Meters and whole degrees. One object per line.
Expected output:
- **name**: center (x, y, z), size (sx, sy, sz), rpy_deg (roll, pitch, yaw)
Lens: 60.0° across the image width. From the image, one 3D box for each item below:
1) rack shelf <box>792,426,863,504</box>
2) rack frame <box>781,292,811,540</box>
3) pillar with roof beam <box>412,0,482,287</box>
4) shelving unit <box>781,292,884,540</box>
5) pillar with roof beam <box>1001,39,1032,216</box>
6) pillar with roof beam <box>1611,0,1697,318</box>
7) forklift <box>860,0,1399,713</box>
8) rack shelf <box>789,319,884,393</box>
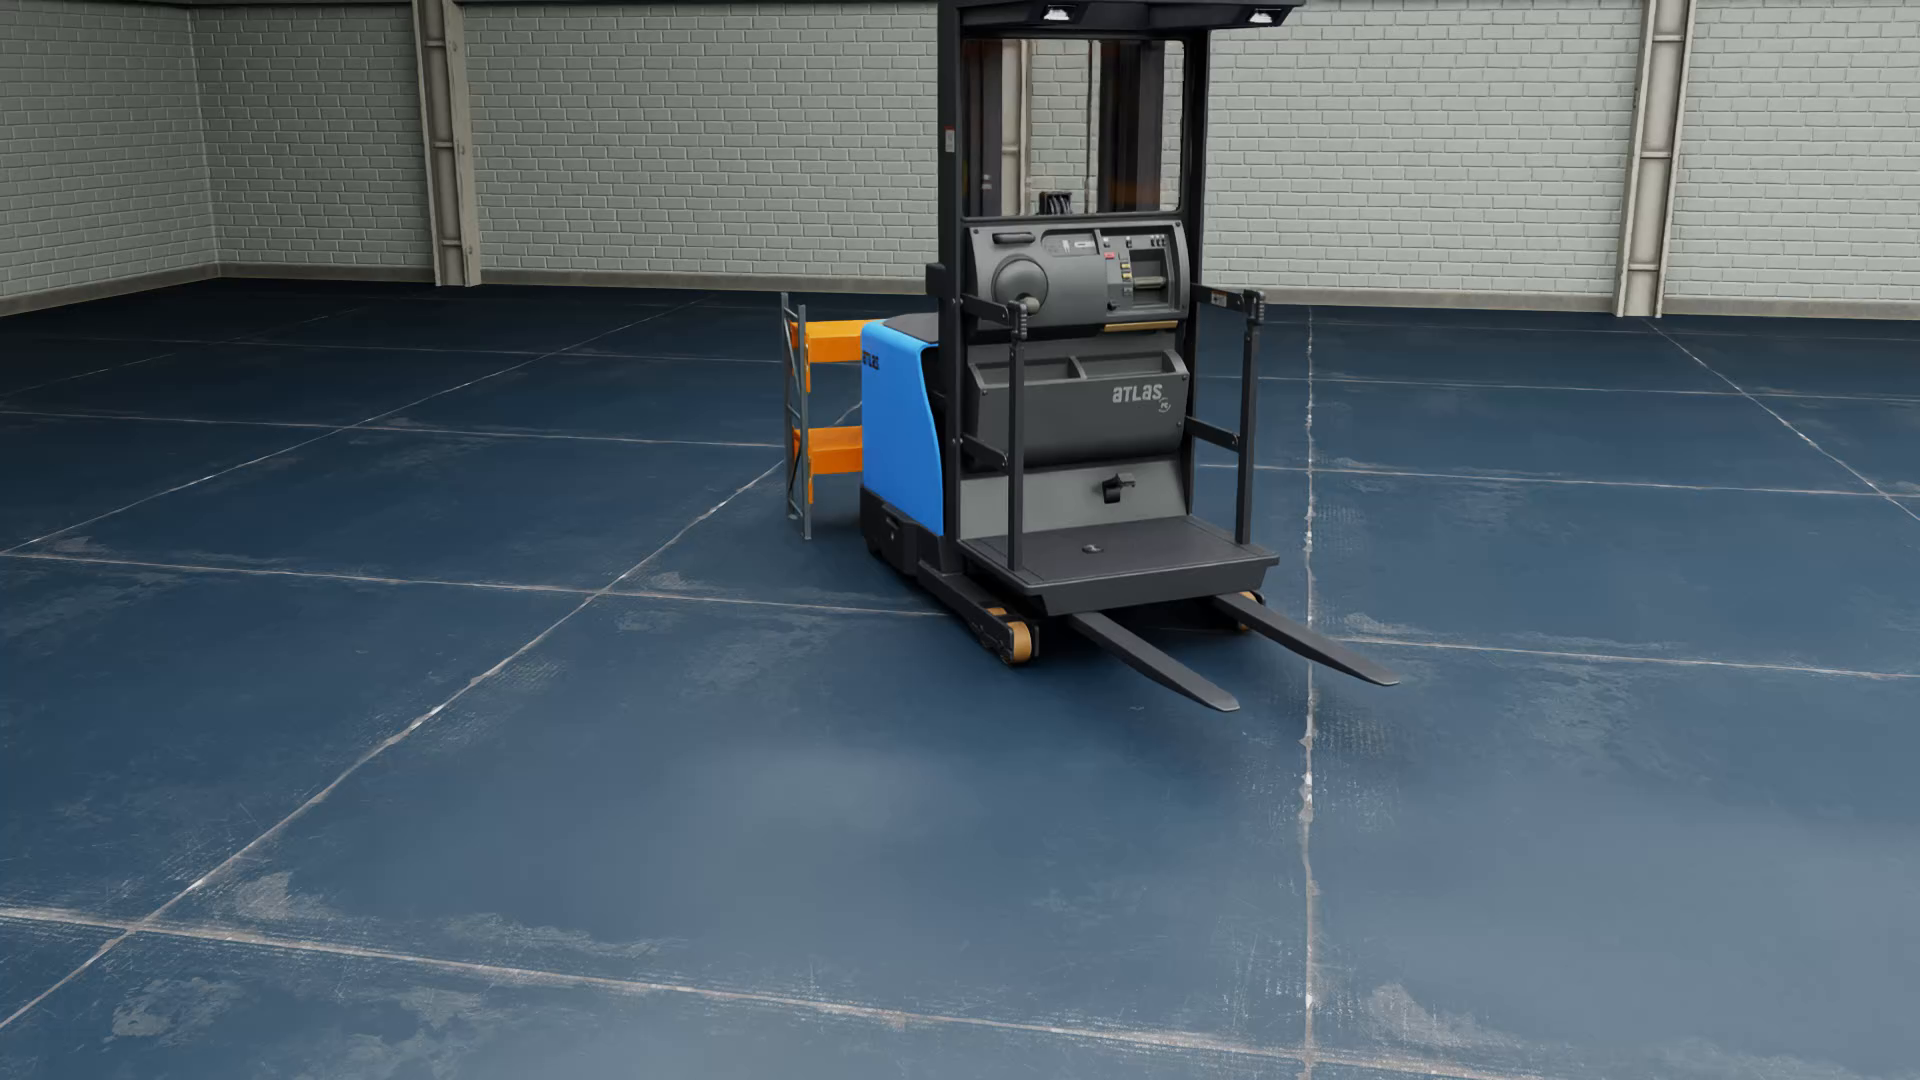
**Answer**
- **rack shelf**: center (-0.309, -0.410, 8.279), size (1.000, 0.278, 0.538), rpy_deg (-4, 16, -15)
- **rack frame**: center (-0.799, -0.609, 8.082), size (0.032, 1.125, 0.500), rpy_deg (-4, 16, -15)
- **pillar with roof beam**: center (-6.261, -5.966, 12.673), size (0.400, 9.000, 9.100), rpy_deg (3, 16, 11)
- **shelving unit**: center (-0.309, -0.645, 8.214), size (1.048, 1.125, 0.538), rpy_deg (-4, 16, -15)
- **pillar with roof beam**: center (-0.381, -5.647, 11.520), size (0.400, 9.000, 9.100), rpy_deg (3, 16, 11)
- **pillar with roof beam**: center (5.498, -5.328, 10.368), size (0.400, 9.000, 9.100), rpy_deg (3, 16, 11)
- **forklift**: center (0.561, -1.068, 6.359), size (1.130, 2.935, 3.031), rpy_deg (-6, 17, -22)
- **rack shelf**: center (-0.309, -0.927, 8.136), size (1.000, 0.278, 0.538), rpy_deg (-4, 16, -15)
